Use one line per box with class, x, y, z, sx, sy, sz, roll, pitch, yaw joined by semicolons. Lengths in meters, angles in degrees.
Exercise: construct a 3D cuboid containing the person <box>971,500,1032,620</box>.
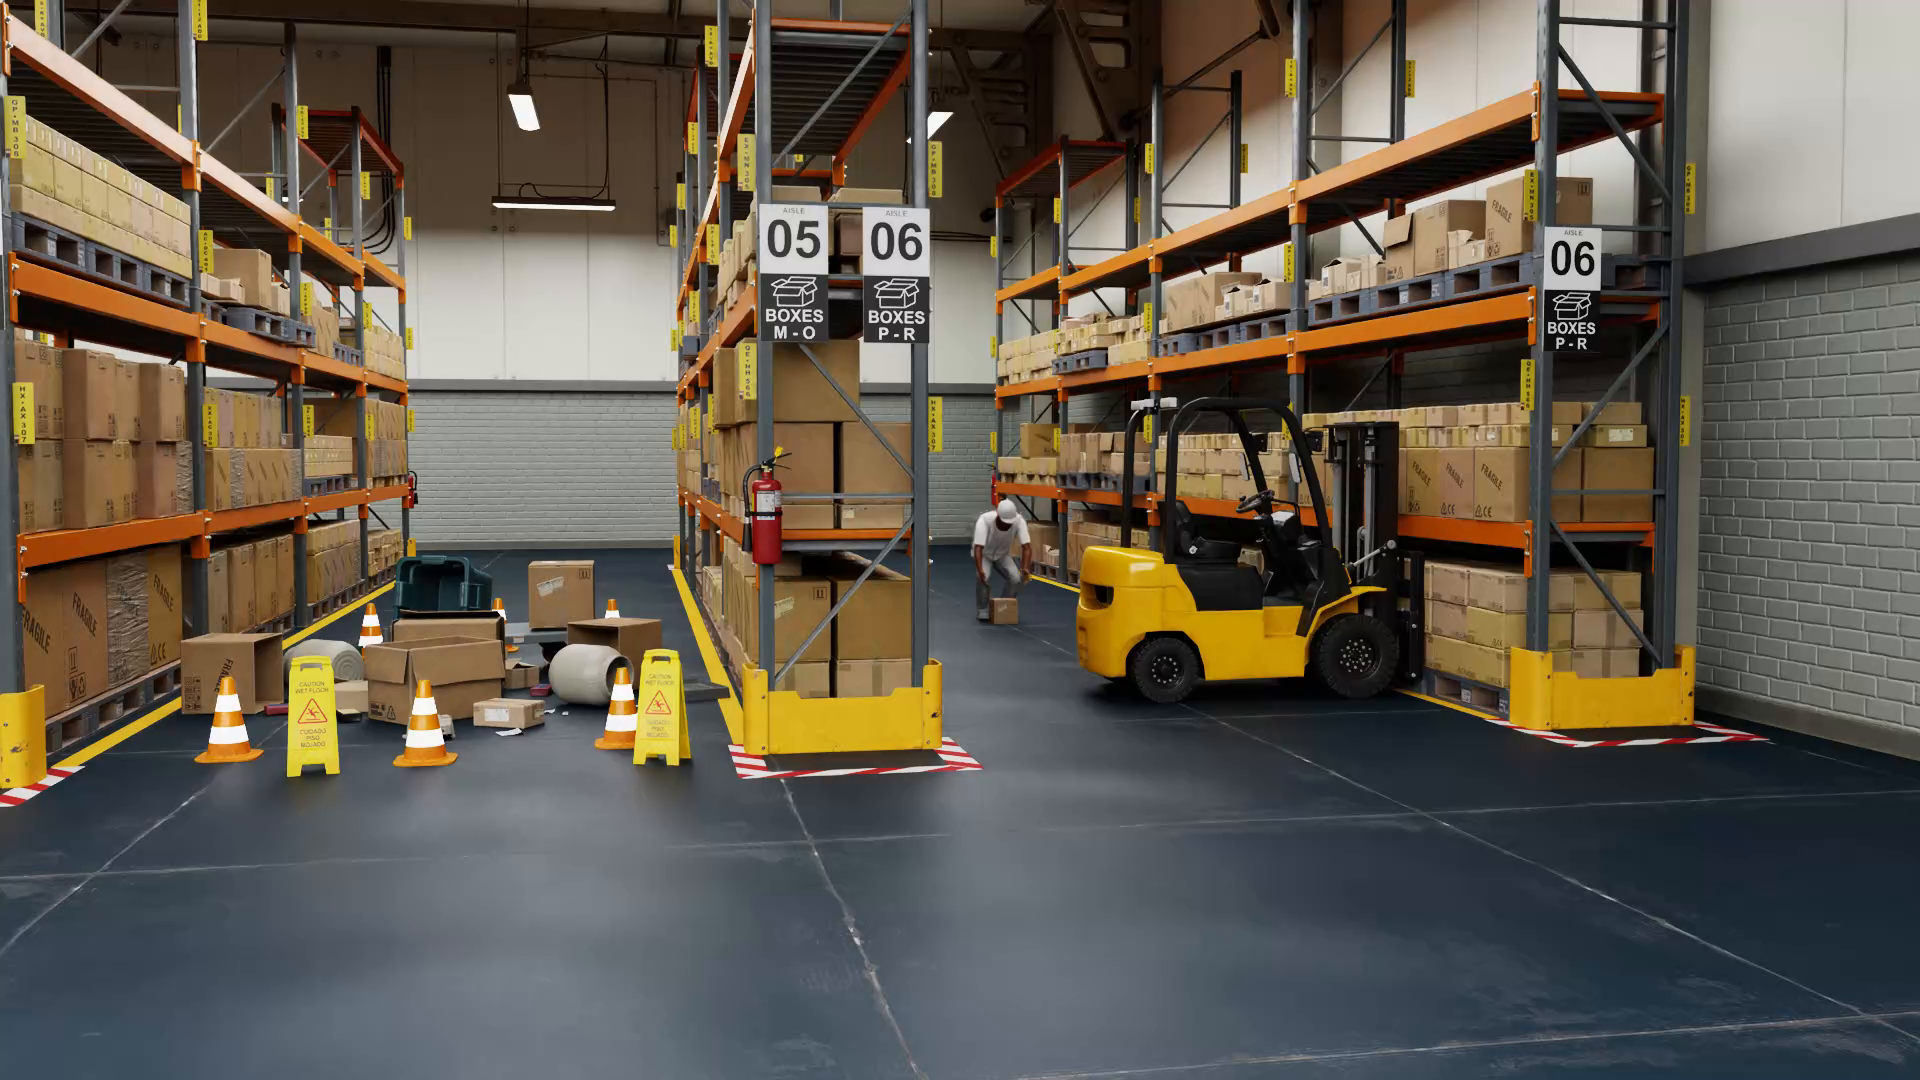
person;0.422;0.204;17.609;0.627;1.283;0.817;-1;3;-11
